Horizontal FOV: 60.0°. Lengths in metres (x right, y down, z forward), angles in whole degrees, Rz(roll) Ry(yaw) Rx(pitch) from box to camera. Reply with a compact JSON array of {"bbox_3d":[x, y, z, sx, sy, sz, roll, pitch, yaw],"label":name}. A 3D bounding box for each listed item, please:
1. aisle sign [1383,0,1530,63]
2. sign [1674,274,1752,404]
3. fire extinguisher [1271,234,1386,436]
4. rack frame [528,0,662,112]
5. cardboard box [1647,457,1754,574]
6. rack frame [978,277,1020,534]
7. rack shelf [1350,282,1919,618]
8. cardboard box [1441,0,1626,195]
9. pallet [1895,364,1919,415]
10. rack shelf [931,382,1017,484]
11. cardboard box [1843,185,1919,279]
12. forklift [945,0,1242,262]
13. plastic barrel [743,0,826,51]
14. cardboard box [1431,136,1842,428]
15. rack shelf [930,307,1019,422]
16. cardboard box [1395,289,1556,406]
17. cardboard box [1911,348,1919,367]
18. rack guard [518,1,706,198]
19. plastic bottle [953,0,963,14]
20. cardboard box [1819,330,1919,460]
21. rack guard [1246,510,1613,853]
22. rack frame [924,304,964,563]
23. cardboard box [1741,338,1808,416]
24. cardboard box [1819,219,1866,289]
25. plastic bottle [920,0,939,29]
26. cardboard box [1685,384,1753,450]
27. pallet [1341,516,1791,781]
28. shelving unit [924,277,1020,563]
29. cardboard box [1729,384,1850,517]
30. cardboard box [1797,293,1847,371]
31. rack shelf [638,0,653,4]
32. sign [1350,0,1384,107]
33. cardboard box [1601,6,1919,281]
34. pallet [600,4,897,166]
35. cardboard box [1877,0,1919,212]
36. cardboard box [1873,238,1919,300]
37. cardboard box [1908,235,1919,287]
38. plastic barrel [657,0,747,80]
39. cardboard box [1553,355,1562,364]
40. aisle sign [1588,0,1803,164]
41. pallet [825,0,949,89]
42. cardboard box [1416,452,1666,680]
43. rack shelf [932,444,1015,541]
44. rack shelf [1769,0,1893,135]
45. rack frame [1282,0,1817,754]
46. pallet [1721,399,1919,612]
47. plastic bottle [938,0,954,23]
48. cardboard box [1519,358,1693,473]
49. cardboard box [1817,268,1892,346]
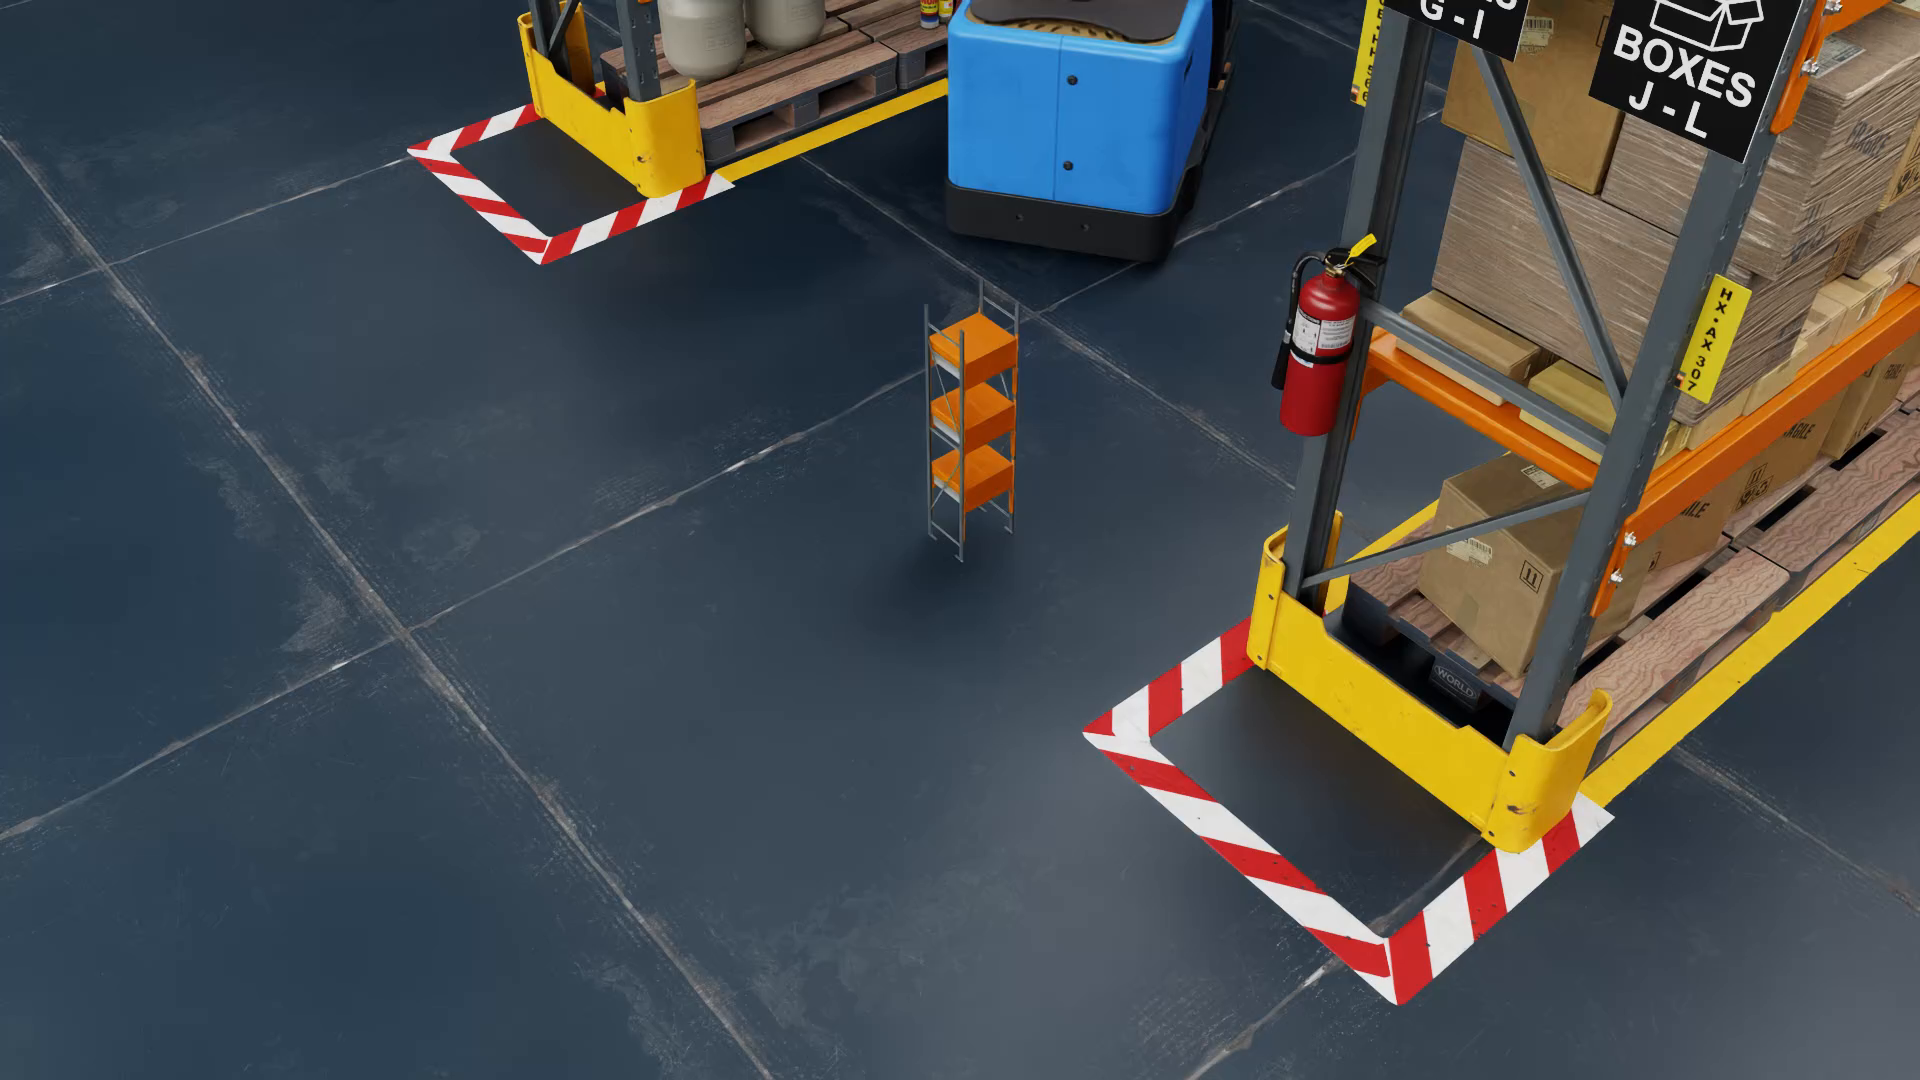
[{"bbox_3d":[1.186,-1.521,3.779,0.004,0.787,0.394,-30,51,-28],"label":"aisle sign"},{"bbox_3d":[1.774,-0.474,3.931,0.005,0.325,0.100,-30,51,-28],"label":"sign"},{"bbox_3d":[1.042,-0.606,4.761,0.183,0.674,0.296,-30,51,-28],"label":"fire extinguisher"},{"bbox_3d":[-1.752,-3.044,7.300,0.127,3.000,1.000,-30,51,-28],"label":"rack frame"},{"bbox_3d":[2.352,-0.231,5.824,0.500,0.500,0.500,-17,46,-18],"label":"cardboard box"},{"bbox_3d":[0.135,-0.460,5.973,0.008,1.050,0.200,-30,51,-28],"label":"rack frame"},{"bbox_3d":[2.960,-1.059,5.712,4.000,0.370,1.077,-30,51,-28],"label":"rack shelf"},{"bbox_3d":[1.689,-1.324,4.448,0.500,0.500,0.500,-30,51,-28],"label":"cardboard box"},{"bbox_3d":[4.001,-0.870,7.022,1.213,0.211,1.003,-30,51,-28],"label":"pallet"},{"bbox_3d":[0.041,-0.398,5.923,0.240,0.259,0.215,-30,51,-28],"label":"rack shelf"},{"bbox_3d":[2.583,-1.294,5.147,0.500,0.500,0.875,-30,51,-28],"label":"cardboard box"},{"bbox_3d":[0.819,-3.343,7.669,1.130,2.935,3.031,11,44,11],"label":"forklift"},{"bbox_3d":[-0.912,-2.839,8.593,0.421,0.512,0.421,0,43,0],"label":"plastic barrel"},{"bbox_3d":[1.865,-0.815,4.636,0.500,0.500,0.875,-30,51,-28],"label":"cardboard box"},{"bbox_3d":[0.041,-0.605,5.729,0.240,0.259,0.215,-30,51,-28],"label":"rack shelf"},{"bbox_3d":[1.512,-0.585,4.865,0.250,0.149,0.380,-30,51,-28],"label":"cardboard box"},{"bbox_3d":[3.727,-1.032,6.676,0.500,0.500,0.500,-15,45,-16],"label":"cardboard box"},{"bbox_3d":[-1.724,-2.191,8.217,0.348,0.500,1.175,-30,51,-28],"label":"rack guard"},{"bbox_3d":[0.024,-2.937,8.848,0.133,0.283,0.061,-29,50,-27],"label":"plastic bottle"},{"bbox_3d":[3.301,-0.718,6.342,0.500,0.500,0.500,34,53,31],"label":"cardboard box"},{"bbox_3d":[1.484,0.435,5.422,0.348,0.500,1.175,-30,51,-28],"label":"rack guard"},{"bbox_3d":[-0.053,-0.353,5.859,0.008,1.050,0.200,-30,51,-28],"label":"rack frame"},{"bbox_3d":[2.203,-0.553,4.831,0.250,0.149,0.380,-30,51,-28],"label":"cardboard box"},{"bbox_3d":[2.172,-1.098,4.937,0.500,0.500,0.875,-30,51,-28],"label":"cardboard box"},{"bbox_3d":[-0.161,-2.842,8.757,0.097,0.271,0.097,0,43,0],"label":"plastic bottle"},{"bbox_3d":[2.001,-0.451,4.723,0.250,0.149,0.380,-30,51,-28],"label":"cardboard box"},{"bbox_3d":[2.130,0.202,5.881,1.213,0.211,1.003,-30,51,-28],"label":"pallet"},{"bbox_3d":[0.041,-0.406,5.916,0.252,1.050,0.215,-30,51,-28],"label":"shelving unit"},{"bbox_3d":[2.844,-0.496,6.106,0.500,0.500,0.500,-25,49,-24],"label":"cardboard box"},{"bbox_3d":[2.381,-0.674,4.960,0.250,0.149,0.380,-30,51,-28],"label":"cardboard box"},{"bbox_3d":[-0.218,-3.660,8.481,4.000,0.370,1.077,-30,51,-28],"label":"rack shelf"},{"bbox_3d":[1.085,-1.280,4.346,0.005,0.325,0.100,-30,51,-28],"label":"sign"},{"bbox_3d":[2.023,-1.051,4.157,0.500,0.500,0.500,-30,51,-28],"label":"cardboard box"},{"bbox_3d":[-1.097,-2.439,8.693,1.213,0.211,1.003,-30,51,-28],"label":"pallet"},{"bbox_3d":[2.411,-1.267,4.387,0.500,0.500,0.500,-30,51,-28],"label":"cardboard box"},{"bbox_3d":[2.752,-0.904,5.205,0.250,0.149,0.380,-30,51,-28],"label":"cardboard box"},{"bbox_3d":[3.010,-0.959,5.264,0.250,0.149,0.380,-30,51,-28],"label":"cardboard box"},{"bbox_3d":[-1.296,-2.619,8.358,0.421,0.512,0.421,0,43,0],"label":"plastic barrel"},{"bbox_3d":[1.704,-0.694,4.982,0.250,0.149,0.380,-30,51,-28],"label":"cardboard box"},{"bbox_3d":[1.571,-1.206,3.444,0.004,0.787,0.394,-30,51,-28],"label":"aisle sign"},{"bbox_3d":[-0.162,-2.972,9.261,1.213,0.211,1.003,-30,51,-28],"label":"pallet"},{"bbox_3d":[1.916,0.050,5.525,0.500,0.500,0.500,-21,47,-21],"label":"cardboard box"},{"bbox_3d":[0.041,-0.196,6.113,0.240,0.259,0.215,-30,51,-28],"label":"rack shelf"},{"bbox_3d":[2.960,-2.153,4.685,4.000,0.370,1.077,-30,51,-28],"label":"rack shelf"},{"bbox_3d":[1.426,-0.443,4.531,0.127,3.000,1.000,-30,51,-28],"label":"rack frame"},{"bbox_3d":[3.065,-0.331,6.448,1.213,0.211,1.003,-30,51,-28],"label":"pallet"},{"bbox_3d":[-0.082,-2.862,8.829,0.097,0.201,0.097,0,43,0],"label":"plastic bottle"},{"bbox_3d":[1.797,-0.351,4.617,0.250,0.149,0.380,-30,51,-28],"label":"cardboard box"},{"bbox_3d":[2.578,-0.780,5.073,0.250,0.149,0.380,-30,51,-28],"label":"cardboard box"}]
